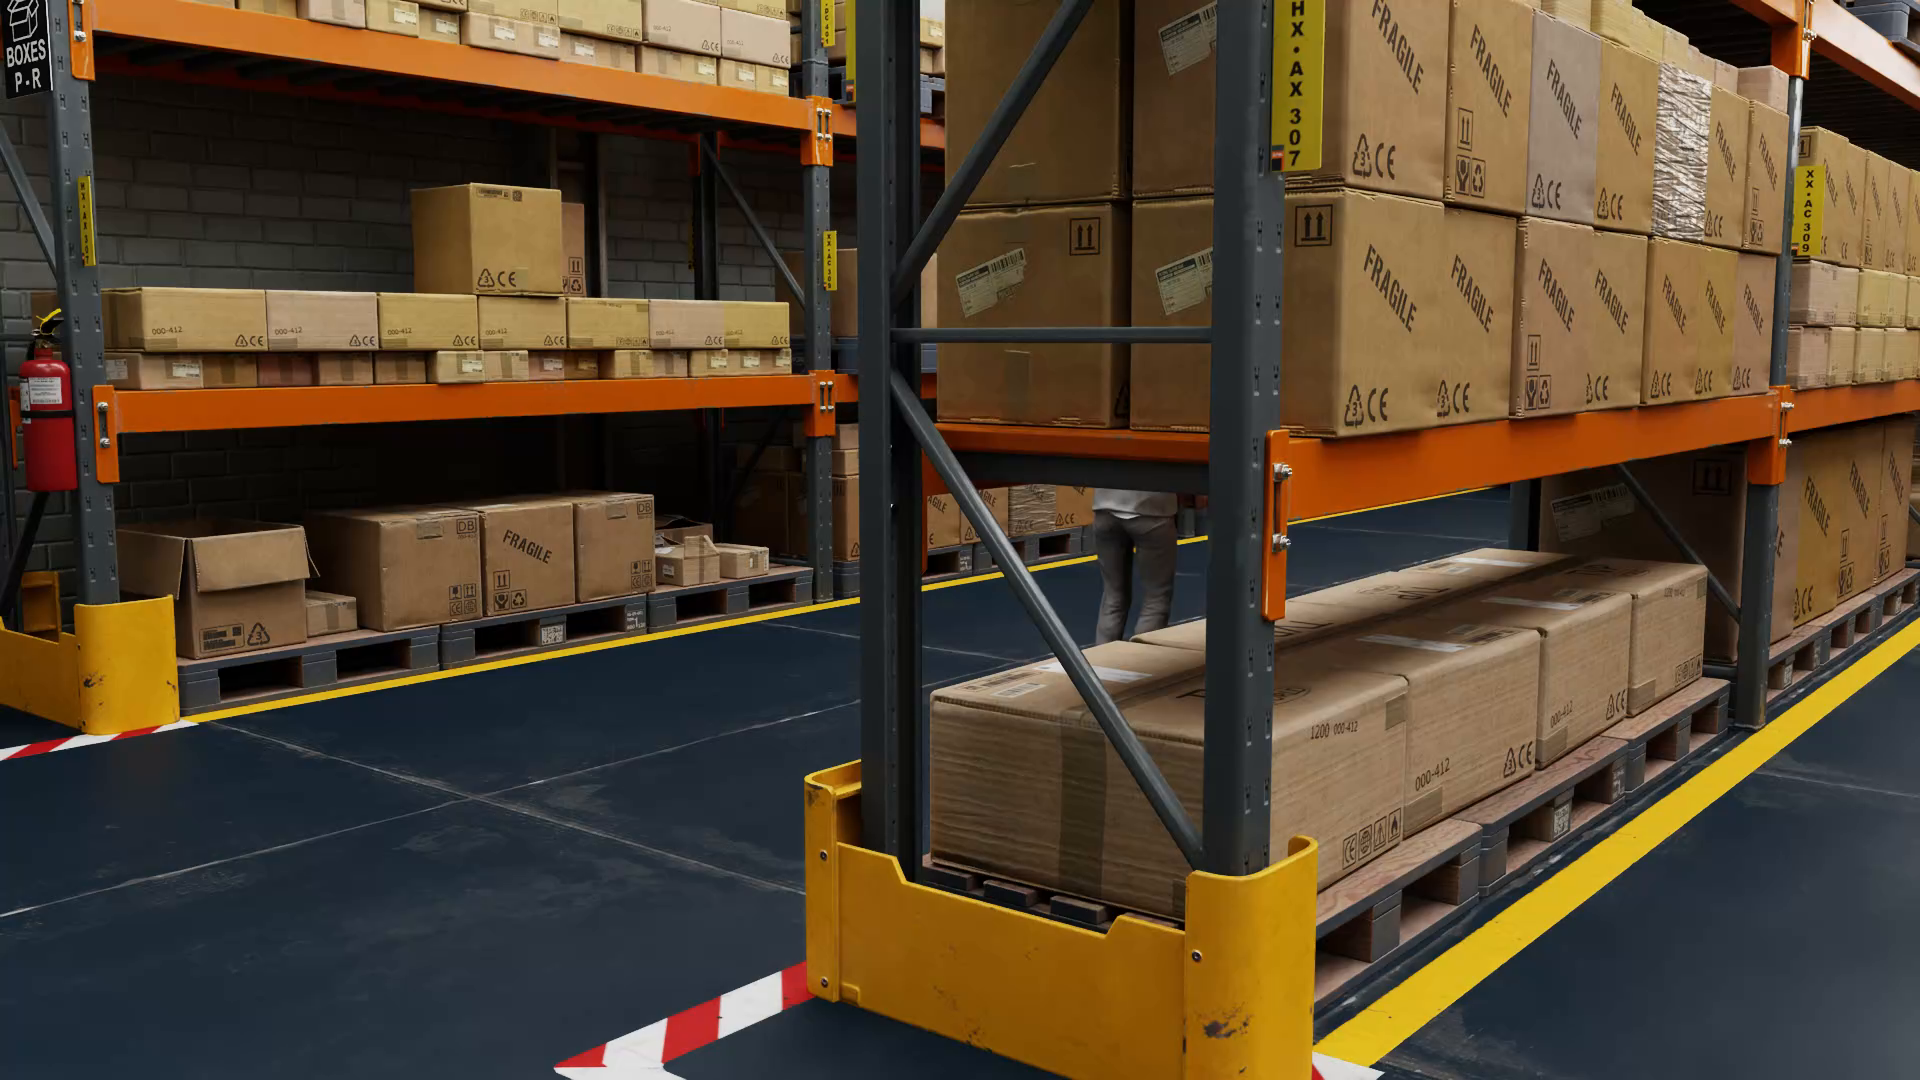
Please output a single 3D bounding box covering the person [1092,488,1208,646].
[{"bbox_3d":[0.750,-0.096,6.679,0.385,1.598,0.498,6,9,40],"label":"person"}]
